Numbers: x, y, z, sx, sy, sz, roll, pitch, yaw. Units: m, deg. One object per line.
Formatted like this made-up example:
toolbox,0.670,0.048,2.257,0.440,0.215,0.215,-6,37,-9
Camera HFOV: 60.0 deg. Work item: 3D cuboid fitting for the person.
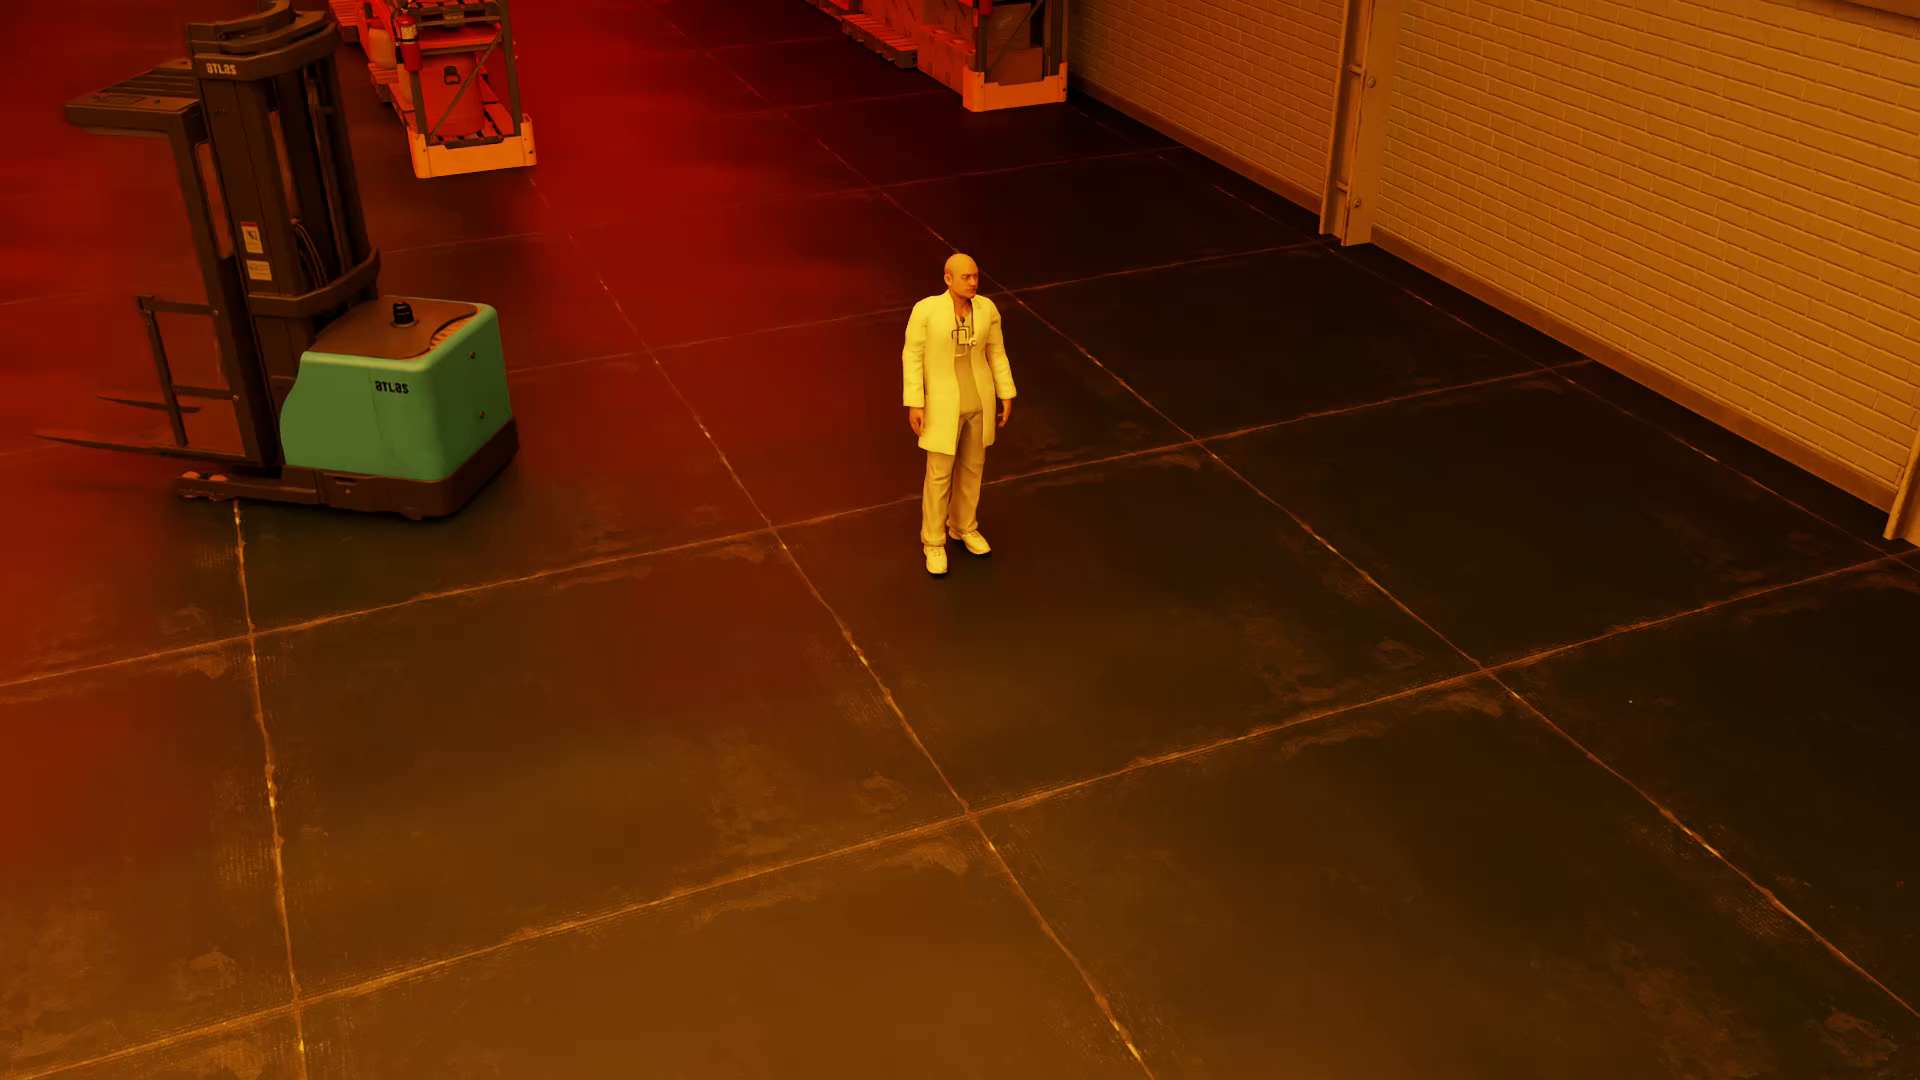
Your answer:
person,0.033,-0.736,9.553,0.698,1.778,0.578,-12,32,-20

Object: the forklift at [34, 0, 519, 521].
forklift,-4.484,-1.762,10.202,3.031,2.935,1.130,6,30,11
